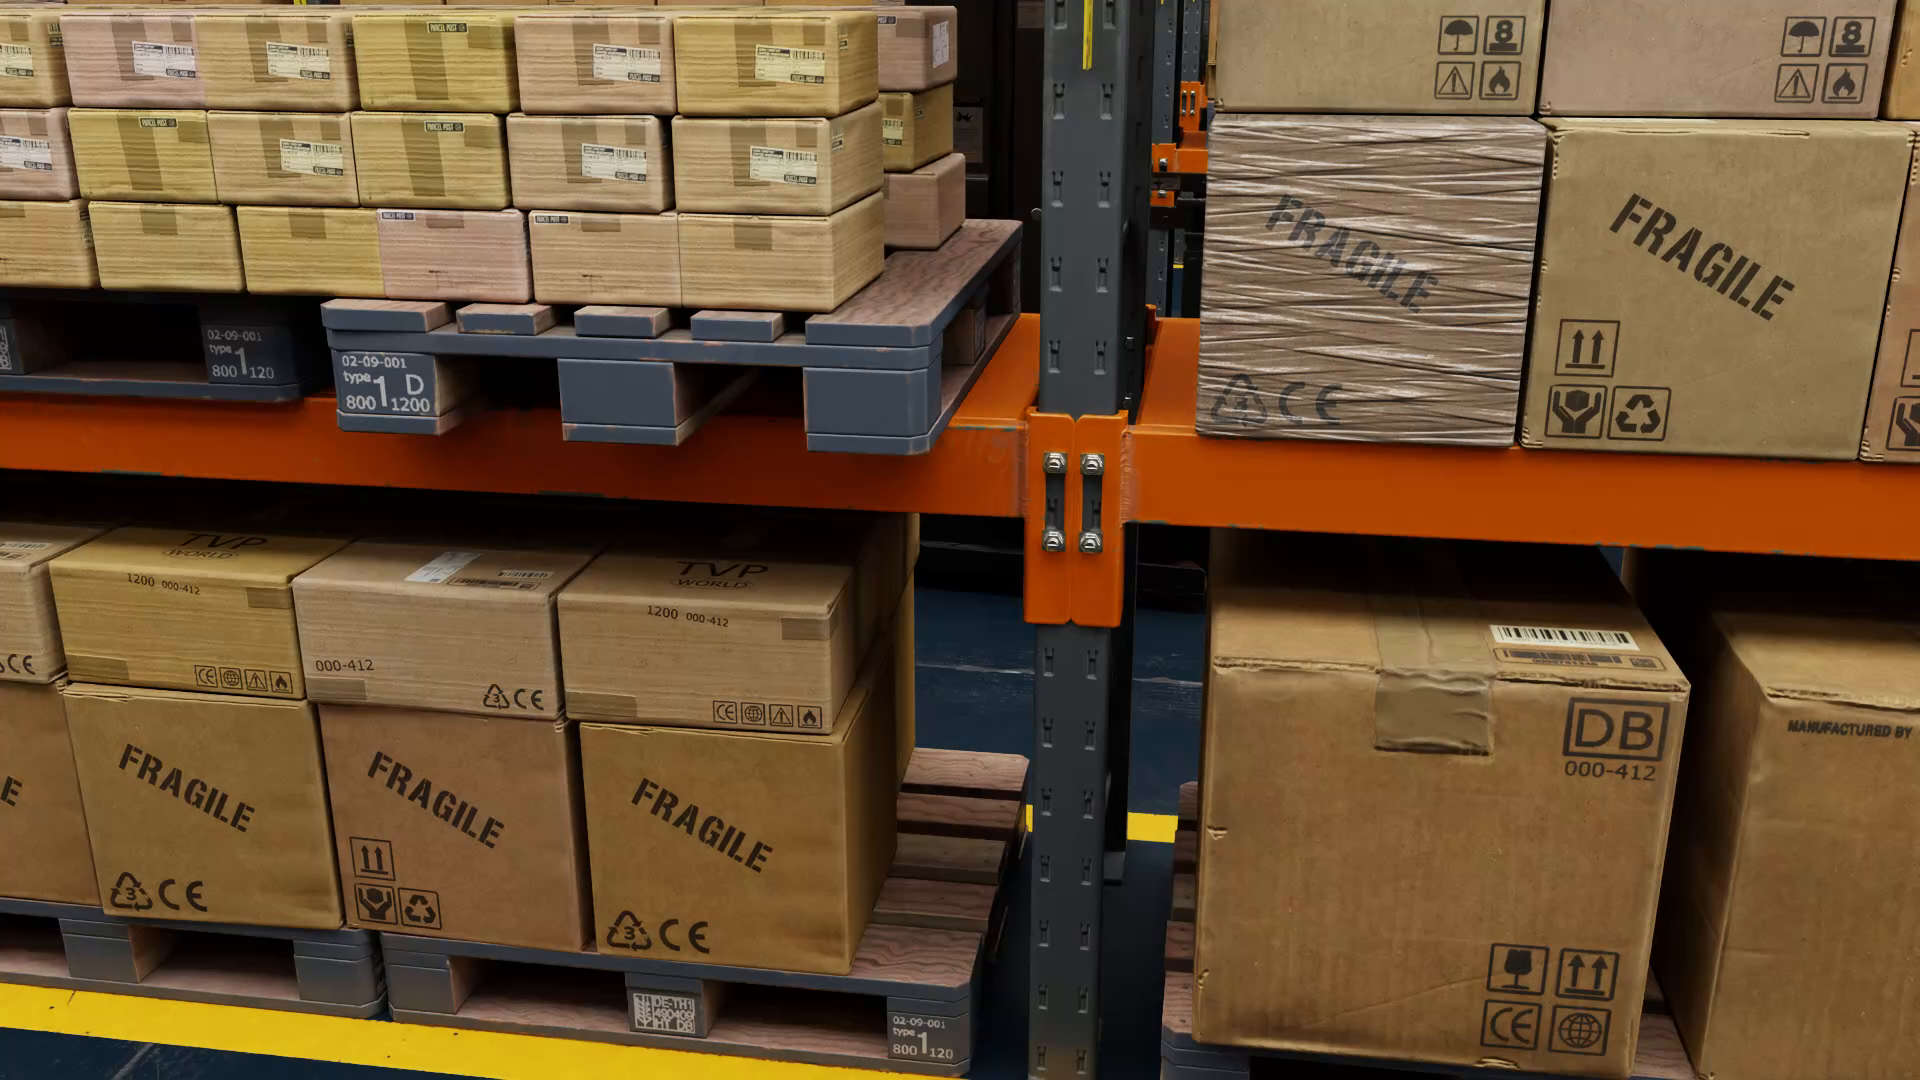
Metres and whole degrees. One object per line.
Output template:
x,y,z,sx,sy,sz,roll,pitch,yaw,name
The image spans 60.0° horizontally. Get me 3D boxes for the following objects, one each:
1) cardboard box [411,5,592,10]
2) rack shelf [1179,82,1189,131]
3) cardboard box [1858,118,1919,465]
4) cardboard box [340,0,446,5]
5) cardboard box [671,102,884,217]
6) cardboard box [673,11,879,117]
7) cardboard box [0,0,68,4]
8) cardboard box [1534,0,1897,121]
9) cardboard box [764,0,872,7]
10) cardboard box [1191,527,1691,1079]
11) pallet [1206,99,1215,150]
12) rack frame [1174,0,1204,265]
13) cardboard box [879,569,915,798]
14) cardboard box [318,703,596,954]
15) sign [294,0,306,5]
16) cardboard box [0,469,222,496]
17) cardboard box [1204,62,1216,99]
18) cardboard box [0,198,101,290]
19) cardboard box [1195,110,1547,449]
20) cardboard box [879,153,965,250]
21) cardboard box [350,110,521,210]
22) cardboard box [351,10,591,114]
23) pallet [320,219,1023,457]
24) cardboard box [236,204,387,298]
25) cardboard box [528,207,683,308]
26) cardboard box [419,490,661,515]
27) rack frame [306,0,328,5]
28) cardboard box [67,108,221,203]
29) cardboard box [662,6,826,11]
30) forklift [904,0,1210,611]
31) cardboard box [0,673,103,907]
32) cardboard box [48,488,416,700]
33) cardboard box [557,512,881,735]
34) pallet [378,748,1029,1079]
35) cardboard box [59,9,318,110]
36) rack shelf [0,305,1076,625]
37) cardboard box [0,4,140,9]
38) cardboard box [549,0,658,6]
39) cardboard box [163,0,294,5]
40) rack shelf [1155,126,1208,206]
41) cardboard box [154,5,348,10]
-0.923,-1.016,3.410,0.250,0.149,0.380,2,19,6,cardboard box
-0.235,-3.401,12.874,4.000,0.370,1.077,3,19,9,rack shelf
1.672,-0.420,2.675,0.500,0.500,0.500,3,19,9,cardboard box
-2.604,-2.697,7.903,0.500,0.500,0.500,3,19,9,cardboard box
-0.289,-0.634,2.735,0.250,0.149,0.380,3,19,10,cardboard box
-0.286,-0.774,2.684,0.250,0.149,0.380,2,19,6,cardboard box
-4.507,-2.797,8.202,0.500,0.500,0.500,3,19,9,cardboard box
1.212,-1.001,2.835,0.500,0.500,0.700,3,19,8,cardboard box
-0.593,-2.602,7.620,0.500,0.500,0.500,3,19,9,cardboard box
0.858,0.396,3.275,0.750,0.750,1.050,3,19,8,cardboard box
1.677,-1.993,7.834,1.003,0.211,1.213,3,19,9,pallet
1.740,-3.641,12.459,0.127,3.000,1.000,3,19,9,rack frame
-0.387,0.340,3.836,0.500,0.500,0.500,2,19,6,cardboard box
-0.932,0.477,3.427,0.500,0.500,0.500,4,19,11,cardboard box
-3.080,-2.562,7.743,0.005,0.325,0.100,3,19,9,sign
-1.874,-0.091,3.942,0.500,0.250,0.500,2,19,6,cardboard box
1.248,-2.092,7.561,0.250,0.149,0.380,2,19,5,cardboard box
-1.555,-0.557,2.976,0.250,0.149,0.380,3,19,10,cardboard box
0.671,-0.471,2.825,0.500,0.500,0.500,3,19,9,cardboard box
-0.139,-0.696,3.390,0.250,0.149,0.380,3,19,8,cardboard box
-0.813,-0.659,2.810,0.250,0.149,0.380,3,19,10,cardboard box
-0.792,-0.800,2.763,0.250,0.149,0.380,4,19,10,cardboard box
-0.450,-0.442,3.199,1.003,0.211,1.213,3,19,9,pallet
-1.034,-0.531,2.896,0.250,0.149,0.380,3,19,8,cardboard box
-0.534,-0.504,2.817,0.250,0.149,0.380,3,19,9,cardboard box
-0.872,-0.036,3.778,0.500,0.250,0.500,3,19,8,cardboard box
-2.993,-2.288,8.412,0.127,3.000,1.000,3,19,9,rack frame
-1.306,-0.685,2.888,0.250,0.149,0.380,3,19,8,cardboard box
-0.421,-0.989,3.328,0.250,0.149,0.380,2,19,7,cardboard box
0.606,-1.340,5.688,3.031,2.935,1.130,5,19,14,forklift
-1.949,0.423,3.589,0.500,0.500,0.500,3,19,10,cardboard box
-1.446,0.096,3.386,0.500,0.250,0.500,3,19,10,cardboard box
-0.446,0.148,3.229,0.500,0.250,0.500,2,19,7,cardboard box
-0.501,0.752,3.722,1.213,0.211,1.003,3,19,9,pallet
-1.293,-0.826,2.842,0.250,0.149,0.380,3,19,9,cardboard box
-1.704,-0.290,3.576,4.000,0.370,1.077,3,19,9,rack shelf
-1.965,-1.069,3.567,0.250,0.149,0.380,2,19,6,cardboard box
-1.603,-2.654,7.774,0.500,0.500,0.500,2,19,7,cardboard box
-3.503,-2.746,8.050,0.500,0.500,0.500,3,19,8,cardboard box
2.931,-1.644,7.624,4.000,0.370,1.077,3,19,9,rack shelf
-1.453,-1.042,3.487,0.250,0.149,0.380,3,19,10,cardboard box
